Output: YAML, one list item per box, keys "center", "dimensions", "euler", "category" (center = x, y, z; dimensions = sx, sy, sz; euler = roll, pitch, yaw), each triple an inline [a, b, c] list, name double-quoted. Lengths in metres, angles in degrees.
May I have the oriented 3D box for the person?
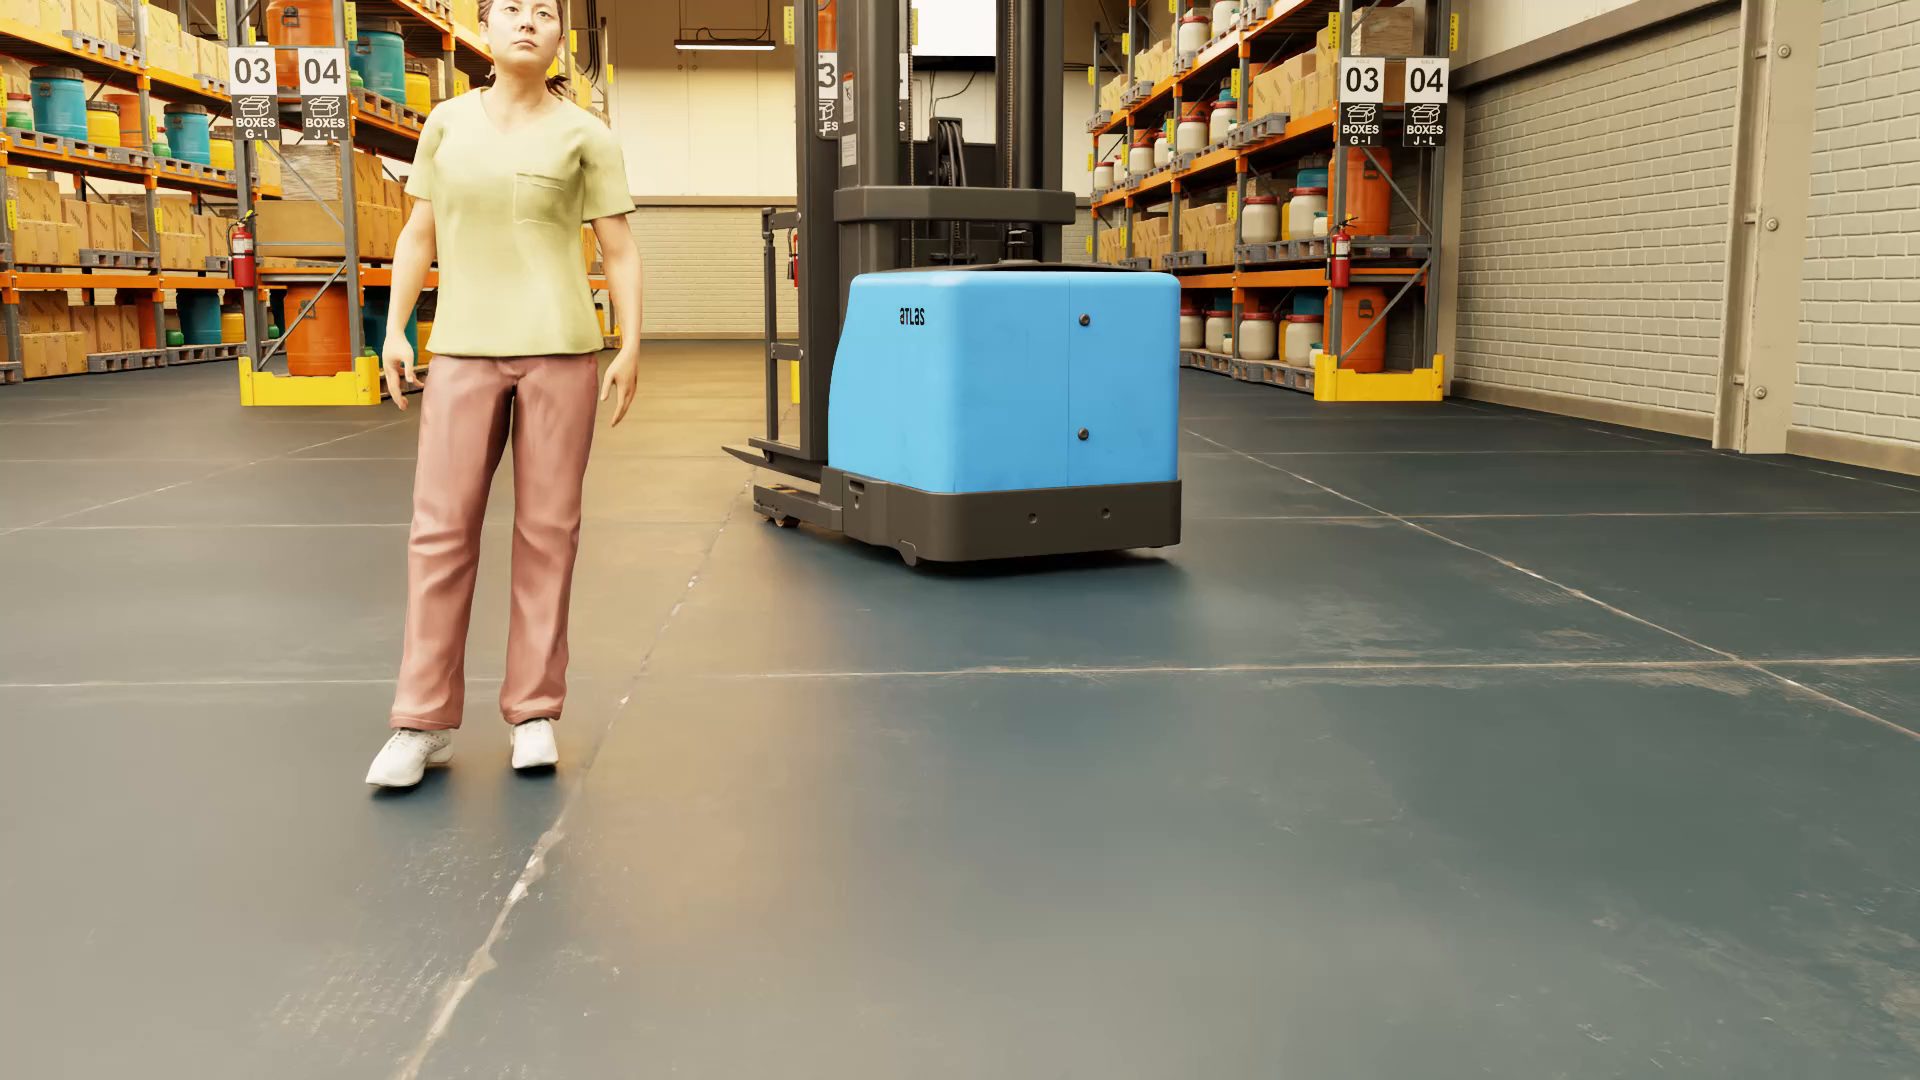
- center: [-0.948, -0.360, 3.480]
  dimensions: [0.554, 1.673, 0.548]
  euler: [-1, 8, -6]
  category: "person"

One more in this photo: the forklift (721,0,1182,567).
- center: [-0.264, -1.530, 7.137]
  dimensions: [1.130, 2.935, 3.031]
  euler: [-4, 9, -25]
  category: "forklift"
